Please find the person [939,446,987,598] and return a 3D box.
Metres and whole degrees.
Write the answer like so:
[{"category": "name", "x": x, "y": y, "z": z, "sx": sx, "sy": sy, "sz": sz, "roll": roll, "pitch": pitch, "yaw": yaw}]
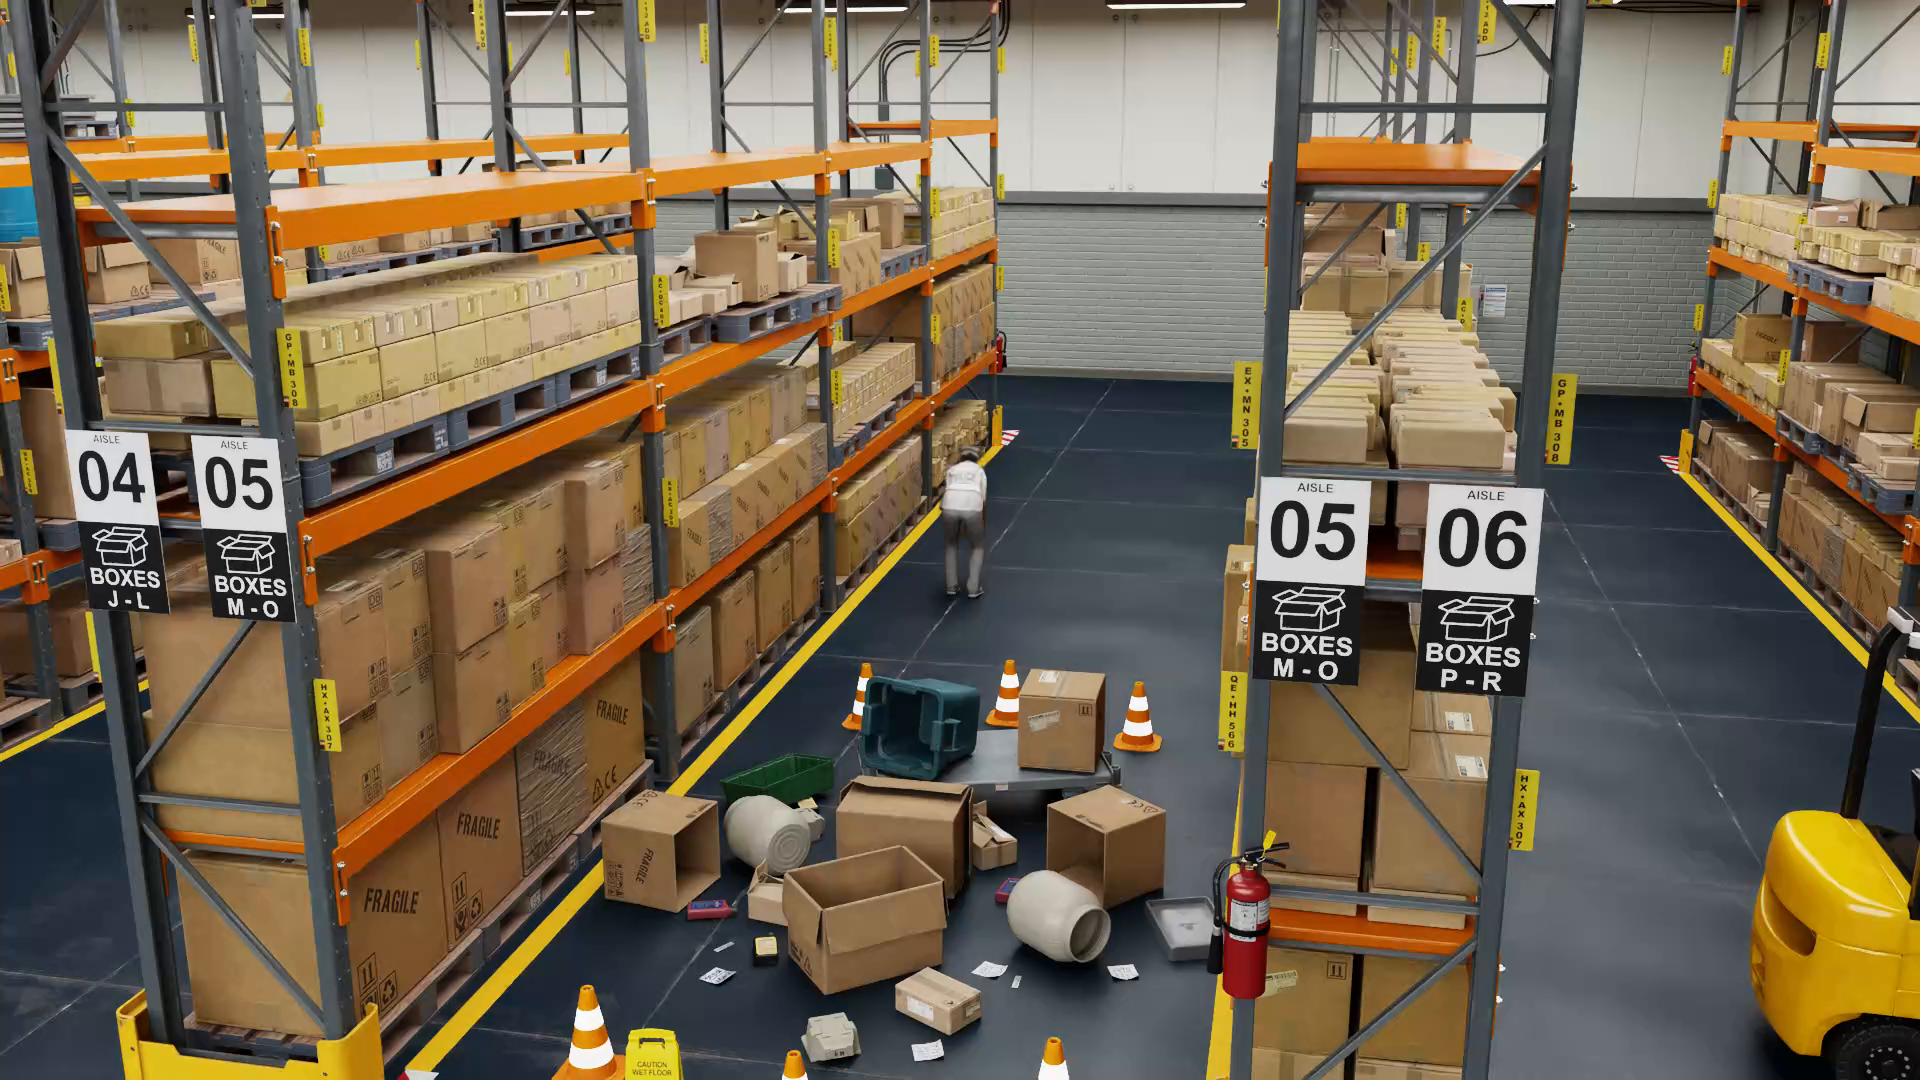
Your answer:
[{"category": "person", "x": 0.058, "y": -0.183, "z": 15.838, "sx": 0.415, "sy": 1.350, "sz": 0.873, "roll": 3, "pitch": 15, "yaw": 10}]
